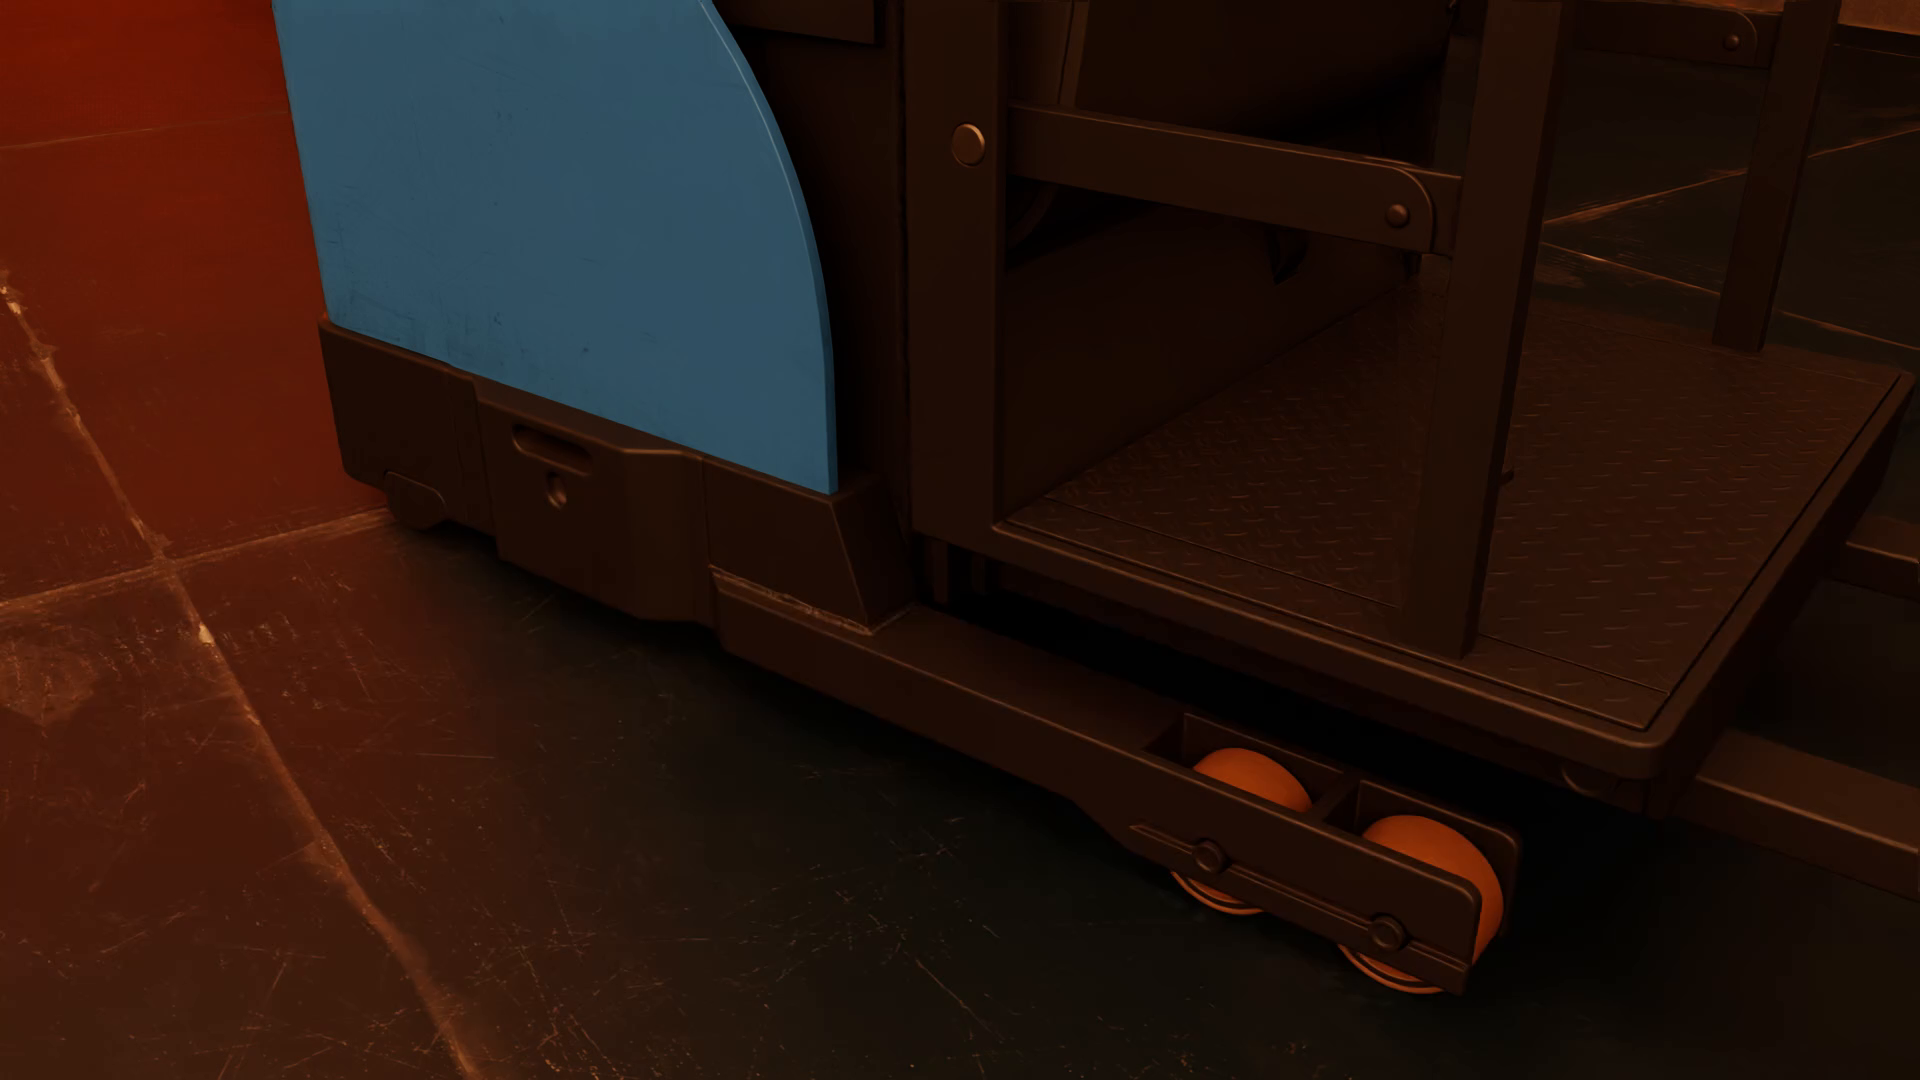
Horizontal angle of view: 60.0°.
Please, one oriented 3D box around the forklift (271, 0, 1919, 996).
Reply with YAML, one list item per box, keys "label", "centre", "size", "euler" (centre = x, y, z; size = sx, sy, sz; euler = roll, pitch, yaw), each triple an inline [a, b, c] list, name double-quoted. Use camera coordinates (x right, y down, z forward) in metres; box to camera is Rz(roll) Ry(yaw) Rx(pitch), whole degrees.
- label: "forklift"
  centre: [0.521, -1.140, 1.504]
  size: [3.031, 2.935, 1.130]
  euler: [19, 32, 33]
